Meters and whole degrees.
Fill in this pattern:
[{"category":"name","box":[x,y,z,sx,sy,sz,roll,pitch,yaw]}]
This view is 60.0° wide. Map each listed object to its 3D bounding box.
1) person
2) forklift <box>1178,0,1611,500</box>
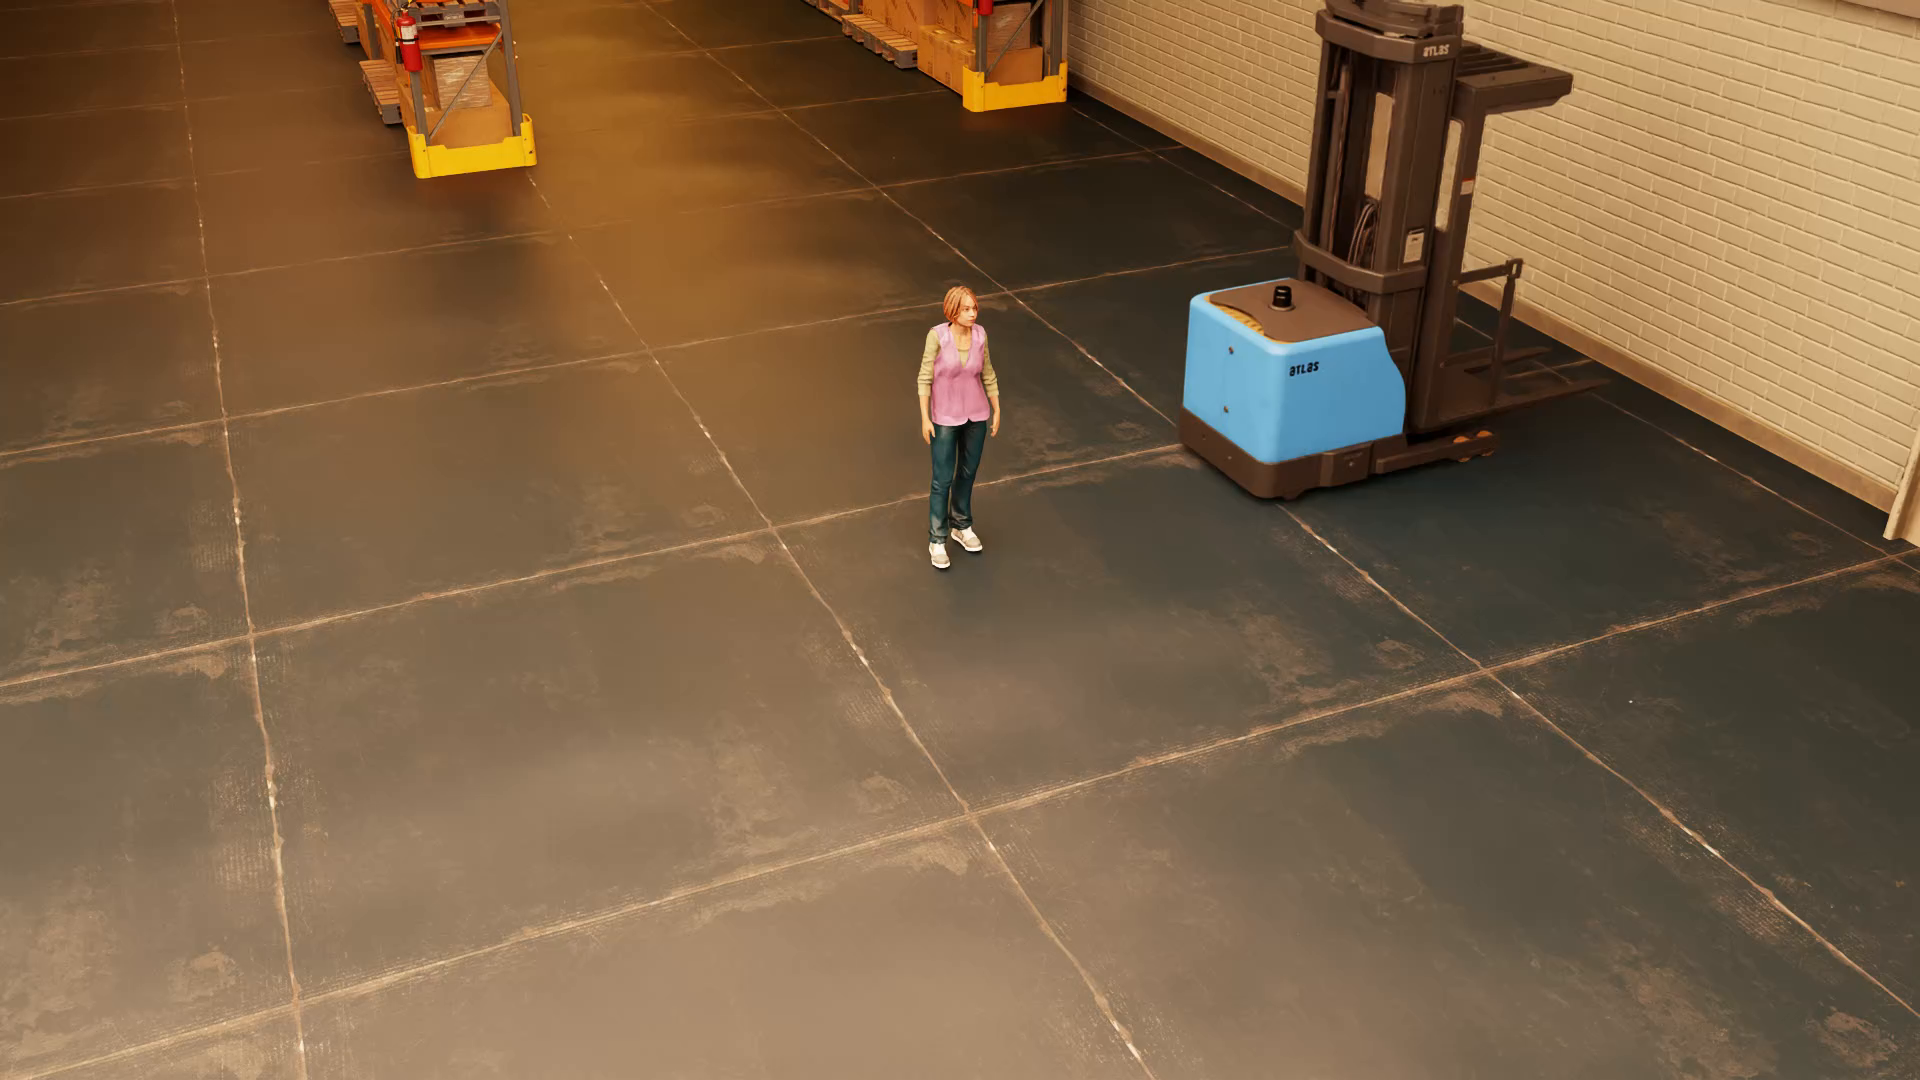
[{"category":"person","box":[0.017,-0.663,9.609,0.520,1.596,0.476,-12,32,-20]},{"category":"forklift","box":[3.018,-2.011,10.636,3.031,2.935,1.130,-13,32,-22]}]
